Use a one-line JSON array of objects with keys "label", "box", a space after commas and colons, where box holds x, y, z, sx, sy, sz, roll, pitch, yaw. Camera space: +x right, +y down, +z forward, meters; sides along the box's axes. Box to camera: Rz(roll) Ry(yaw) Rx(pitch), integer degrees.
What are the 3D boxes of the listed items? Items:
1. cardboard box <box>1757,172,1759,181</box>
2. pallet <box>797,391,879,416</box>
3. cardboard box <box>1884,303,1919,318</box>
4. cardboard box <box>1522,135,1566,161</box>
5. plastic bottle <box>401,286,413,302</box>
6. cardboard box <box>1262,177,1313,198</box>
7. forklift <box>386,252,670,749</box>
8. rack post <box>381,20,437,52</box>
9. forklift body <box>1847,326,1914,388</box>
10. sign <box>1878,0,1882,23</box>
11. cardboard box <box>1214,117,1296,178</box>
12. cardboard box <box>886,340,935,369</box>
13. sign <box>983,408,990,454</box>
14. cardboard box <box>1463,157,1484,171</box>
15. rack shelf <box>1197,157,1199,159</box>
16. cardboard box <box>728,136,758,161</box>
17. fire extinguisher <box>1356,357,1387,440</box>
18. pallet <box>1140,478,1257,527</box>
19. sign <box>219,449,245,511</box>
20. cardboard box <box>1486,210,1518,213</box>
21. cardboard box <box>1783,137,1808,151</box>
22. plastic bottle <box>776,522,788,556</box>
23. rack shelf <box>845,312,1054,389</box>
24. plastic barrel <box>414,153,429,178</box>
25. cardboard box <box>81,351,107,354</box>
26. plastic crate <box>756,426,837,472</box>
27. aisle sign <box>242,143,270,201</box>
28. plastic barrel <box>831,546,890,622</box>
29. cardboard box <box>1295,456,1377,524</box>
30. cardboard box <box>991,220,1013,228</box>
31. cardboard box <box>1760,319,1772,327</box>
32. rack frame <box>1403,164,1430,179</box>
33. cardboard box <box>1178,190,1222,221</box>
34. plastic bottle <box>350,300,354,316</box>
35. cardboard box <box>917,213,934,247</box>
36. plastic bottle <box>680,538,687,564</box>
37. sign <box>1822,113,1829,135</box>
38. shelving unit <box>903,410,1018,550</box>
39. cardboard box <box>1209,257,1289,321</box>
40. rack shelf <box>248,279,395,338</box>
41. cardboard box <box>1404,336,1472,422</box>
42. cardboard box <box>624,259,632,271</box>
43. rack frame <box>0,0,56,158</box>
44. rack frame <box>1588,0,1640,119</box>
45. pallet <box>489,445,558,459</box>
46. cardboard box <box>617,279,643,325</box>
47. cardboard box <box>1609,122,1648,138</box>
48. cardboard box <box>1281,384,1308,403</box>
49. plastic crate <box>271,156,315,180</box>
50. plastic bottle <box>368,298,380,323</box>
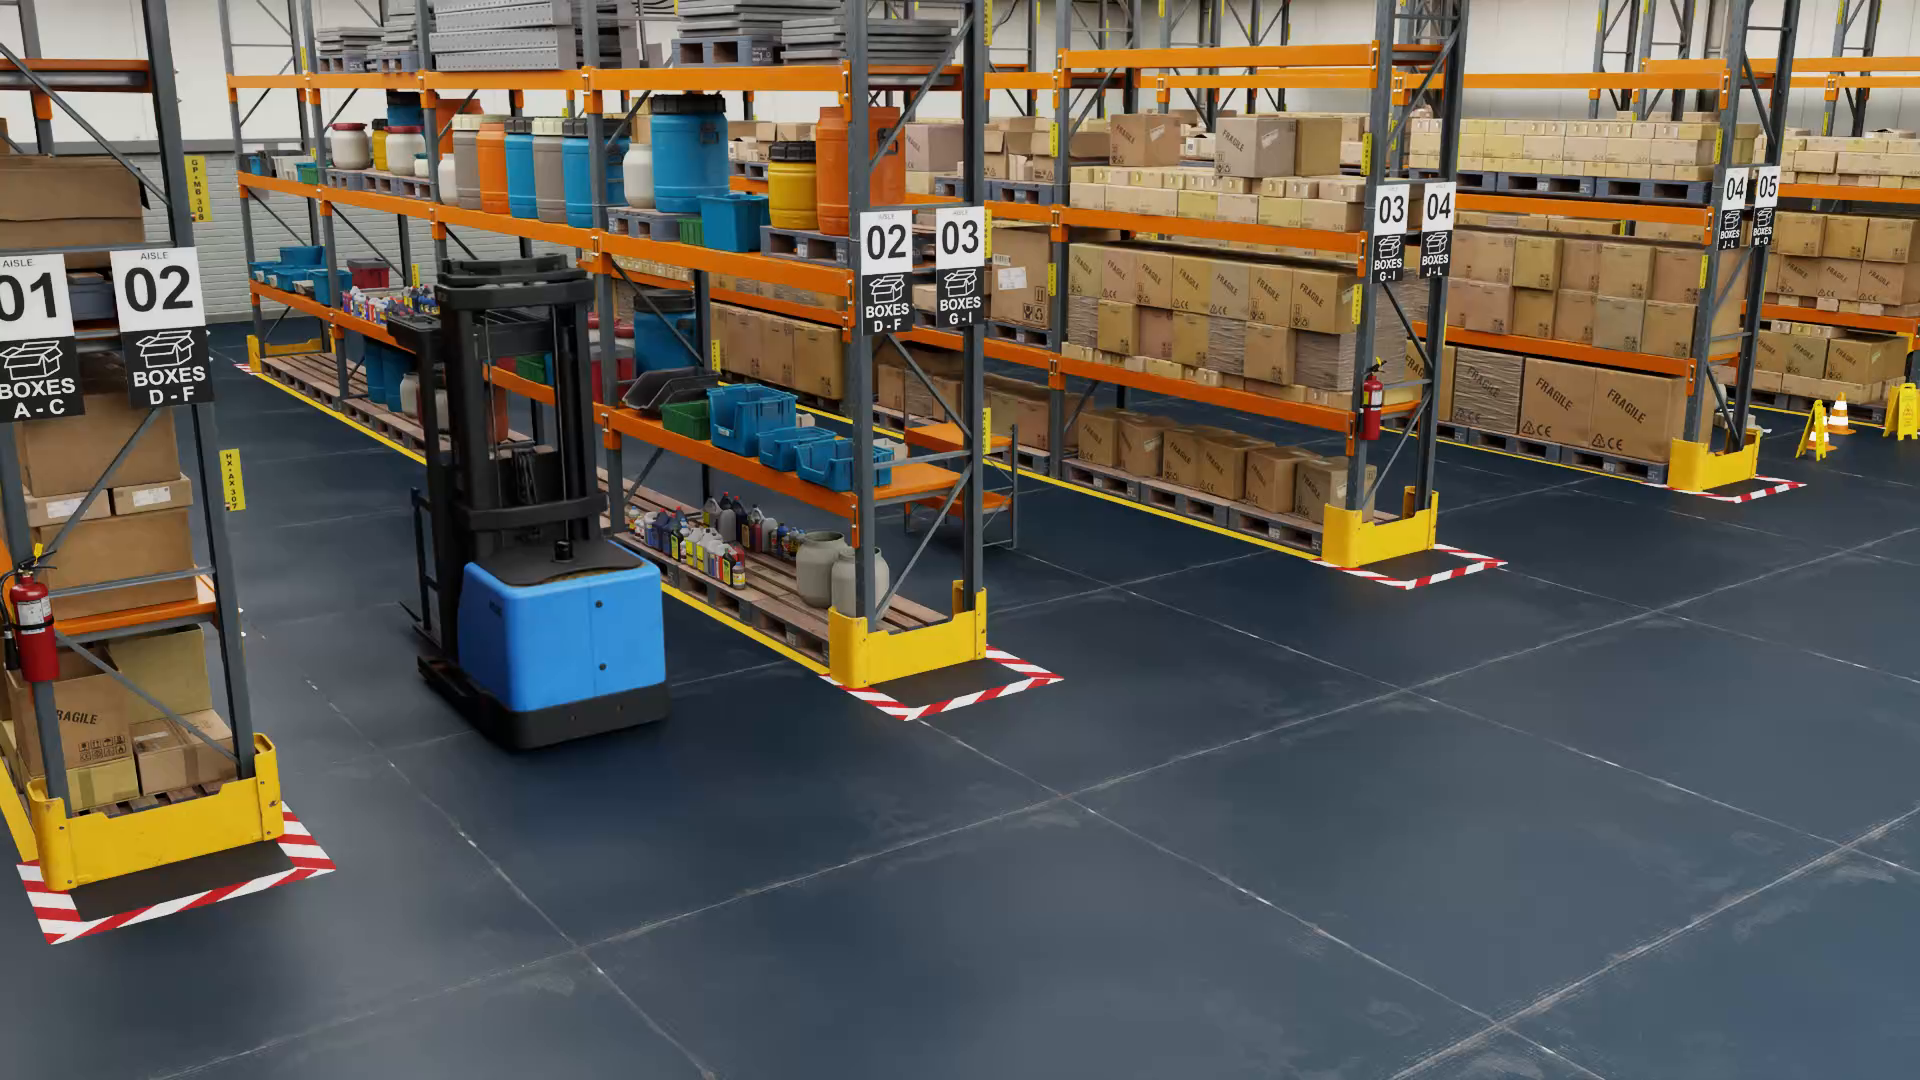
[{"label": "cardboard box", "box": [10.286, -4.595, 20.975, 0.380, 0.149, 0.250, -11, 19, -34]}, {"label": "pallet", "box": [-1.377, -1.855, 21.453, 1.003, 0.211, 1.213, -11, 19, -35]}, {"label": "cardboard box", "box": [11.353, -2.775, 20.009, 0.380, 0.149, 0.250, -10, 18, -33]}, {"label": "cardboard box", "box": [6.403, -4.211, 17.835, 0.500, 0.250, 0.500, -11, 19, -34]}, {"label": "plastic bottle", "box": [-6.839, -3.011, 20.631, 0.152, 0.276, 0.135, -11, 19, -35]}, {"label": "cardboard box", "box": [2.839, -3.054, 14.399, 0.380, 0.149, 0.250, -11, 19, -34]}, {"label": "forklift", "box": [-3.110, -0.465, 11.224, 1.130, 2.935, 3.031, -10, 18, -33]}, {"label": "rack post", "box": [-5.440, -5.256, 17.378, 0.954, 0.300, 0.937, -11, 19, -35]}, {"label": "forklift body", "box": [13.168, -3.333, 23.180, 2.313, 2.155, 1.214, -11, 19, -35]}, {"label": "sign", "box": [13.870, -7.976, 25.103, 0.100, 0.325, 0.005, -11, 19, -35]}, {"label": "cardboard box", "box": [2.614, -3.483, 14.737, 0.500, 0.500, 0.500, -11, 19, -35]}, {"label": "cardboard box", "box": [-0.556, -2.249, 20.094, 0.500, 0.250, 0.500, -10, 18, -32]}, {"label": "sign", "box": [0.171, -0.761, 11.648, 0.100, 0.325, 0.005, -11, 19, -35]}, {"label": "cardboard box", "box": [5.835, -4.198, 18.540, 0.380, 0.149, 0.250, -11, 19, -35]}, {"label": "rack shelf", "box": [3.514, -6.939, 30.427, 1.077, 0.370, 4.000, -11, 19, -35]}, {"label": "cardboard box", "box": [-2.754, -5.232, 22.201, 0.500, 0.311, 0.500, -12, 19, -36]}, {"label": "fire extinguisher", "box": [3.424, -1.178, 13.845, 0.296, 0.674, 0.183, -11, 19, -35]}, {"label": "pallet", "box": [2.523, -0.422, 16.218, 1.003, 0.211, 1.213, -11, 19, -35]}, {"label": "sign", "box": [-3.833, -0.315, 8.755, 0.100, 0.325, 0.005, -11, 19, -35]}, {"label": "cardboard box", "box": [8.145, -4.682, 24.952, 0.500, 0.500, 0.500, -12, 20, -38]}, {"label": "cardboard box", "box": [10.379, -4.908, 20.611, 0.380, 0.149, 0.250, -10, 18, -33]}, {"label": "plastic bottle", "box": [-1.470, -0.012, 13.773, 0.097, 0.271, 0.097, 0, 15, 0]}, {"label": "rack shelf", "box": [0.202, -2.246, 18.961, 1.077, 0.370, 4.000, -11, 19, -35]}, {"label": "plastic barrel", "box": [-5.729, -4.040, 17.938, 0.301, 0.262, 0.301, 0, 15, 0]}, {"label": "cardboard box", "box": [-5.486, -0.887, 9.989, 0.700, 0.500, 0.500, -11, 19, -34]}, {"label": "plastic crate", "box": [-1.190, -0.671, 12.127, 0.499, 0.251, 0.408, -11, 19, -35]}, {"label": "aisle sign", "box": [-9.967, -5.182, 23.404, 0.394, 0.787, 0.004, -11, 19, -35]}, {"label": "plastic barrel", "box": [-0.726, 0.326, 12.119, 0.421, 0.512, 0.421, 0, 15, 0]}, {"label": "cardboard box", "box": [3.376, -0.444, 14.956, 0.500, 0.500, 0.500, -7, 17, -24]}, {"label": "cardboard box", "box": [0.605, -4.835, 25.612, 0.380, 0.149, 0.250, -10, 18, -32]}, {"label": "cardboard box", "box": [10.560, -2.640, 22.032, 0.500, 0.500, 0.500, -10, 18, -32]}, {"label": "rack frame", "box": [7.042, -4.558, 26.047, 1.000, 3.000, 0.127, -11, 19, -35]}, {"label": "cardboard box", "box": [2.350, -3.073, 15.223, 0.500, 0.250, 0.500, -11, 19, -35]}, {"label": "plastic bottle", "box": [-7.301, -2.814, 20.053, 0.097, 0.201, 0.097, 0, 15, 0]}, {"label": "cardboard box", "box": [-0.363, -5.091, 27.241, 0.500, 0.500, 0.500, -11, 19, -35]}, {"label": "plastic bottle", "box": [-2.231, 0.082, 13.562, 0.097, 0.201, 0.097, 0, 15, 0]}, {"label": "sign", "box": [12.973, -6.237, 24.923, 0.100, 0.325, 0.005, -11, 19, -35]}, {"label": "shelving unit", "box": [-0.004, -0.544, 14.933, 0.538, 1.125, 1.048, -11, 19, -35]}, {"label": "cardboard box", "box": [2.616, -2.277, 15.068, 0.500, 0.500, 0.500, -11, 19, -35]}, {"label": "rack shelf", "box": [-8.508, -3.185, 22.394, 1.077, 0.370, 4.000, -11, 19, -35]}, {"label": "cardboard box", "box": [5.762, -1.946, 19.735, 0.875, 0.875, 0.875, -11, 19, -34]}, {"label": "cardboard box", "box": [-4.831, -4.151, 25.038, 0.380, 0.149, 0.250, -11, 19, -36]}, {"label": "rack frame", "box": [-6.638, -3.522, 10.899, 1.000, 3.000, 0.127, -11, 19, -35]}, {"label": "rack frame", "box": [11.055, -8.223, 28.073, 1.000, 3.000, 0.127, -11, 19, -35]}, {"label": "pallet", "box": [-4.556, -0.734, 17.360, 1.003, 0.211, 1.213, -11, 19, -35]}, {"label": "cardboard box", "box": [-4.702, -3.587, 25.729, 0.875, 0.875, 0.875, -11, 19, -35]}, {"label": "cardboard box", "box": [6.879, -4.203, 17.050, 0.380, 0.149, 0.250, -10, 18, -34]}, {"label": "cardboard box", "box": [3.060, -1.318, 14.685, 0.380, 0.149, 0.250, -11, 19, -35]}, {"label": "plastic crate", "box": [-8.631, -4.828, 21.575, 0.437, 0.282, 0.530, -11, 19, -35]}, {"label": "plastic bottle", "box": [-6.824, -2.689, 19.455, 0.152, 0.276, 0.135, -11, 19, -35]}]
